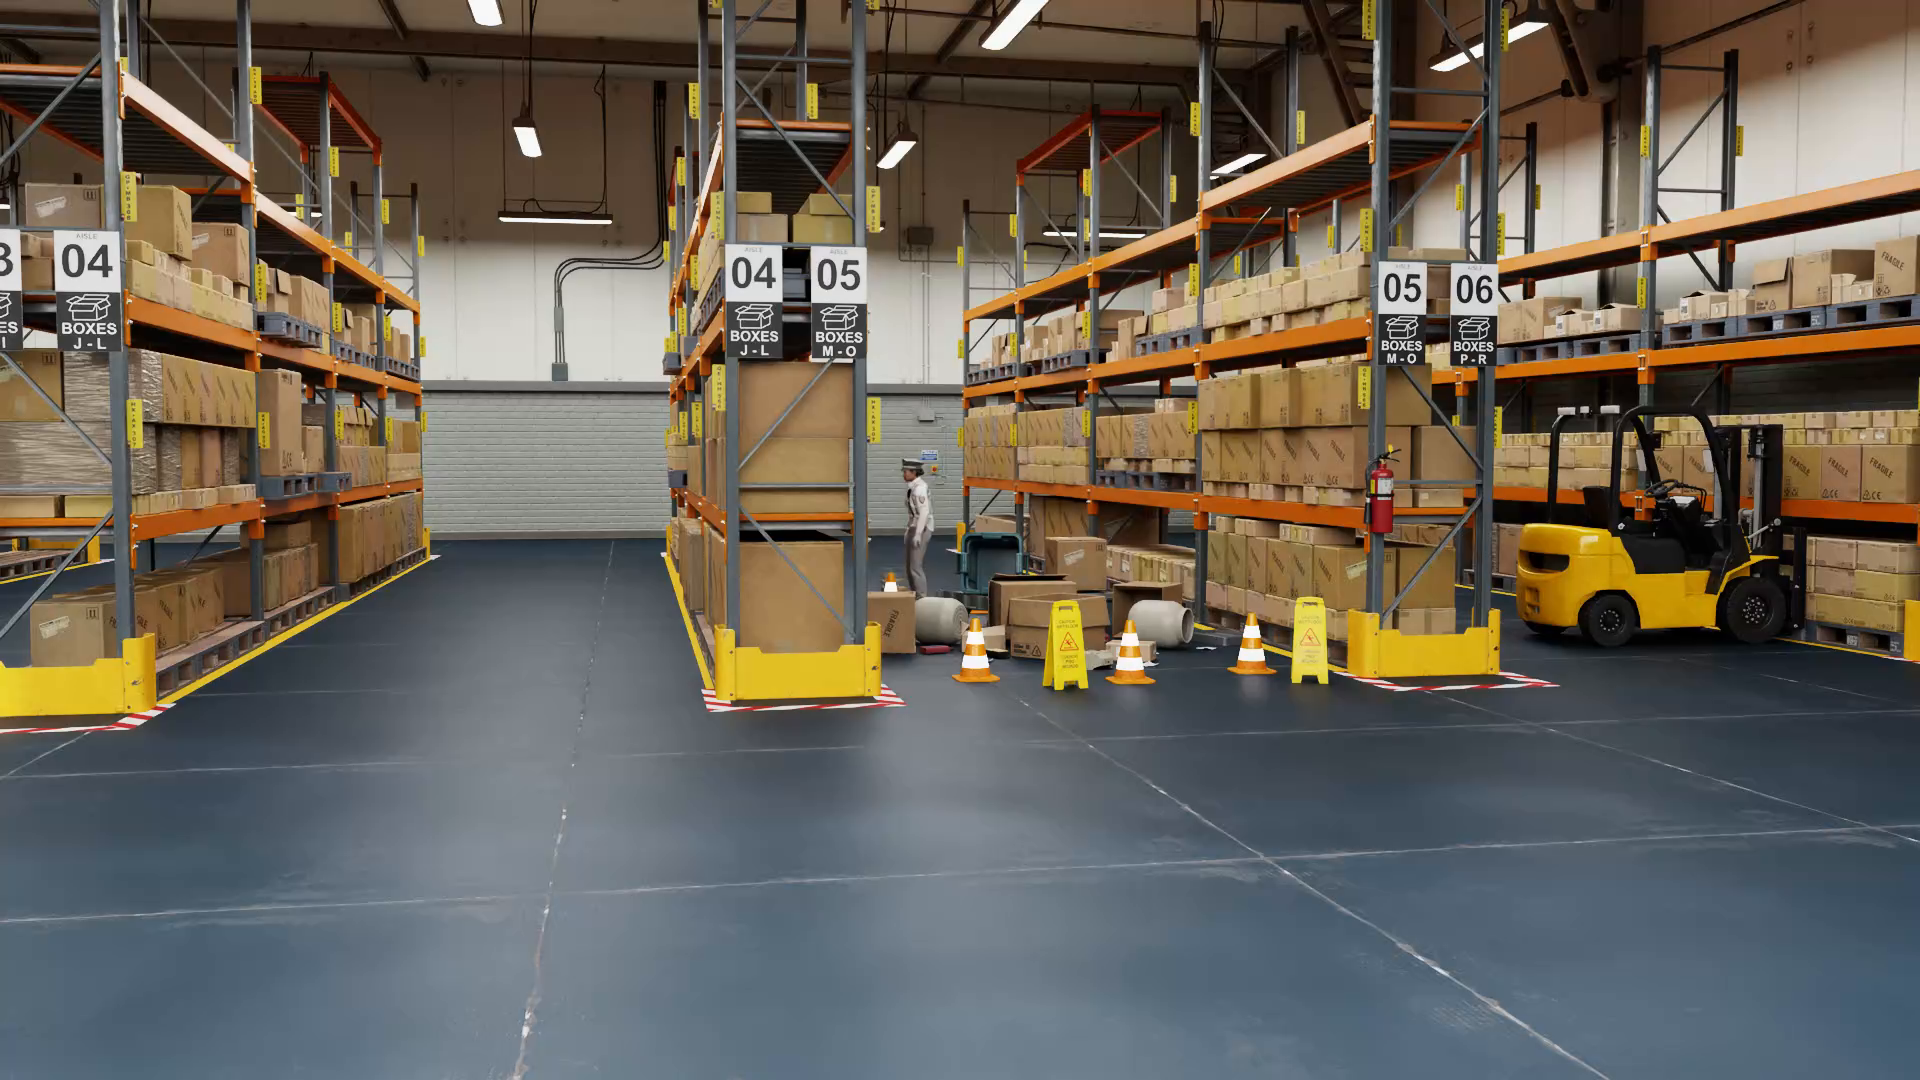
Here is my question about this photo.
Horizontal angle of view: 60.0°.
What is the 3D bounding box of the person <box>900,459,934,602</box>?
[{"bbox_3d":[-0.479,-0.064,18.279,0.370,1.663,0.520,-1,3,-14],"label":"person"}]
